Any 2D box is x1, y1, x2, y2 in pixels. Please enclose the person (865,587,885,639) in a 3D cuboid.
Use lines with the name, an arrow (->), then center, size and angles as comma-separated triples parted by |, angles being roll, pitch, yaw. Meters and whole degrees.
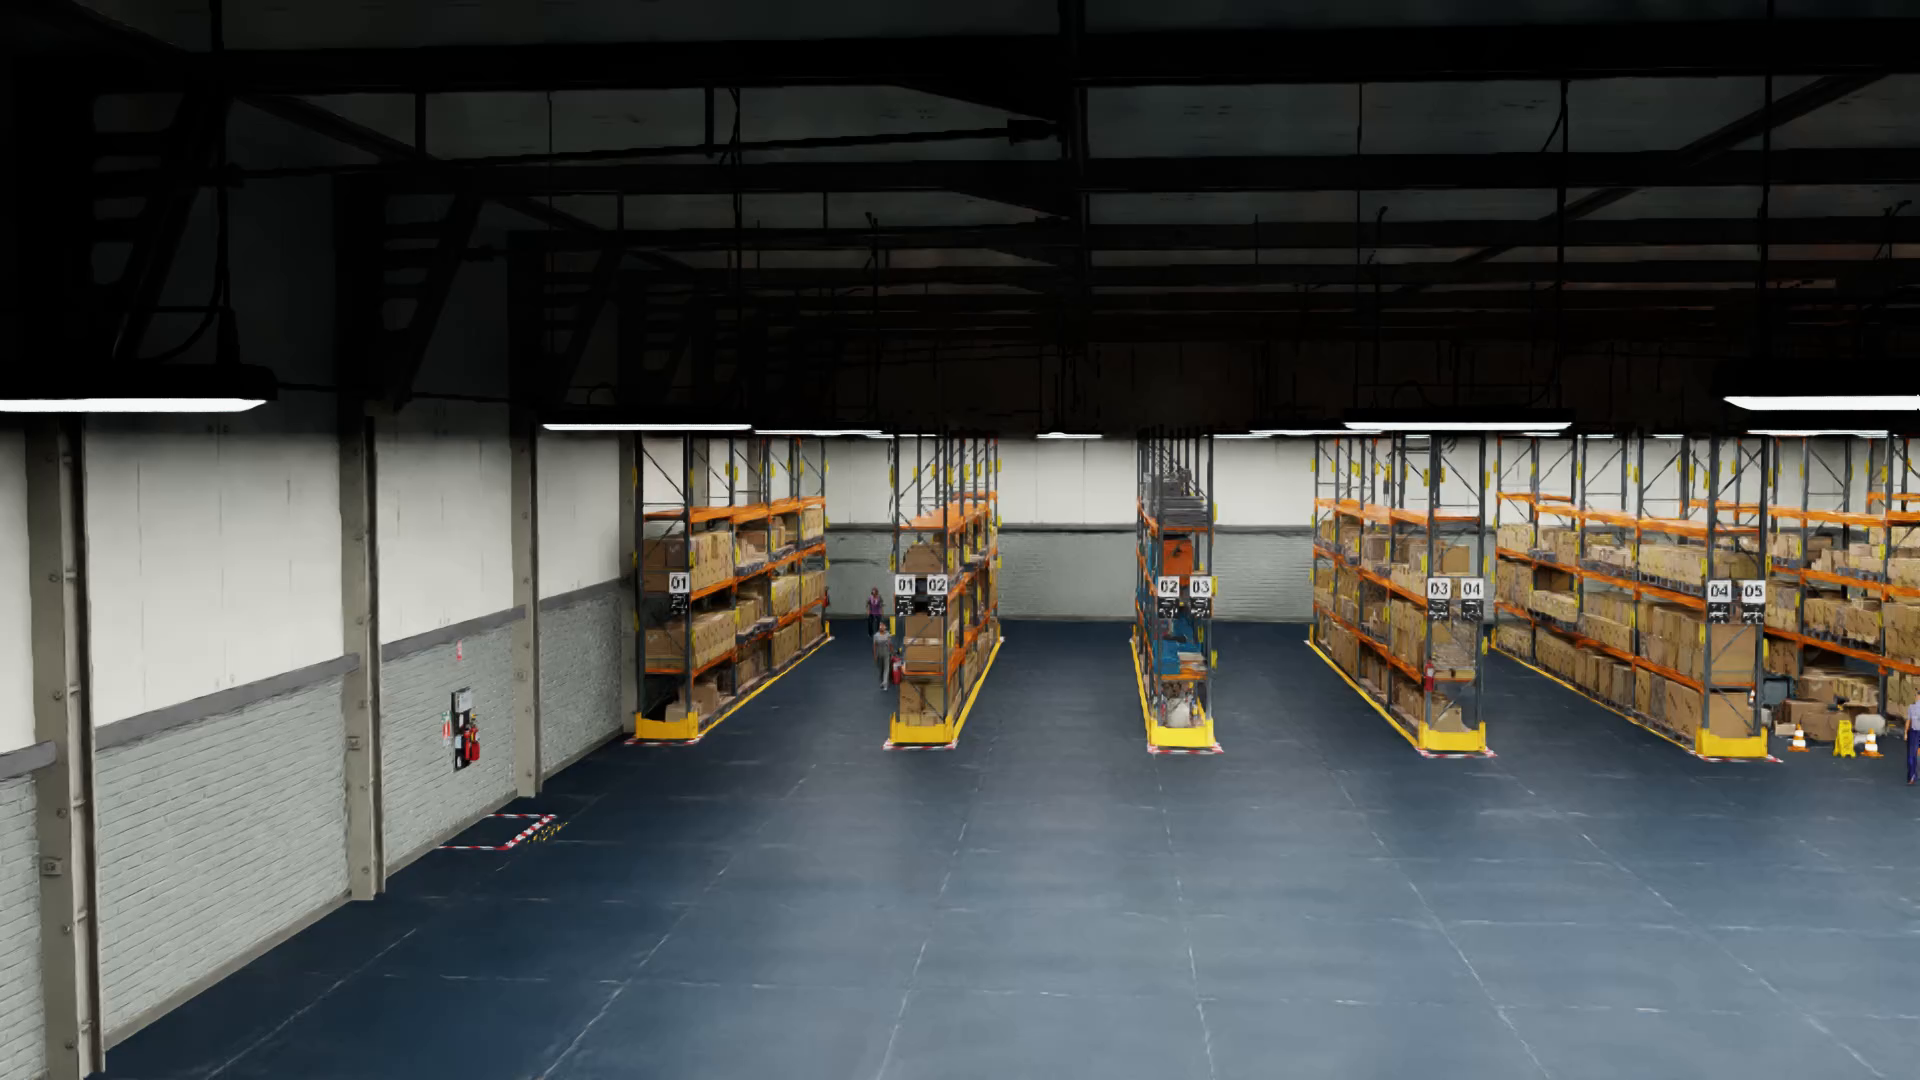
person -> -2.433, 2.103, 47.551 | 0.566, 1.541, 0.519 | 0, 3, 2

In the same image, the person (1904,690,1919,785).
person -> 16.045, 3.260, 27.712 | 0.534, 1.582, 0.939 | 2, 4, 26

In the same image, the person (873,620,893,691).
person -> -1.782, 2.620, 38.119 | 0.446, 1.590, 1.110 | 0, 3, 7
